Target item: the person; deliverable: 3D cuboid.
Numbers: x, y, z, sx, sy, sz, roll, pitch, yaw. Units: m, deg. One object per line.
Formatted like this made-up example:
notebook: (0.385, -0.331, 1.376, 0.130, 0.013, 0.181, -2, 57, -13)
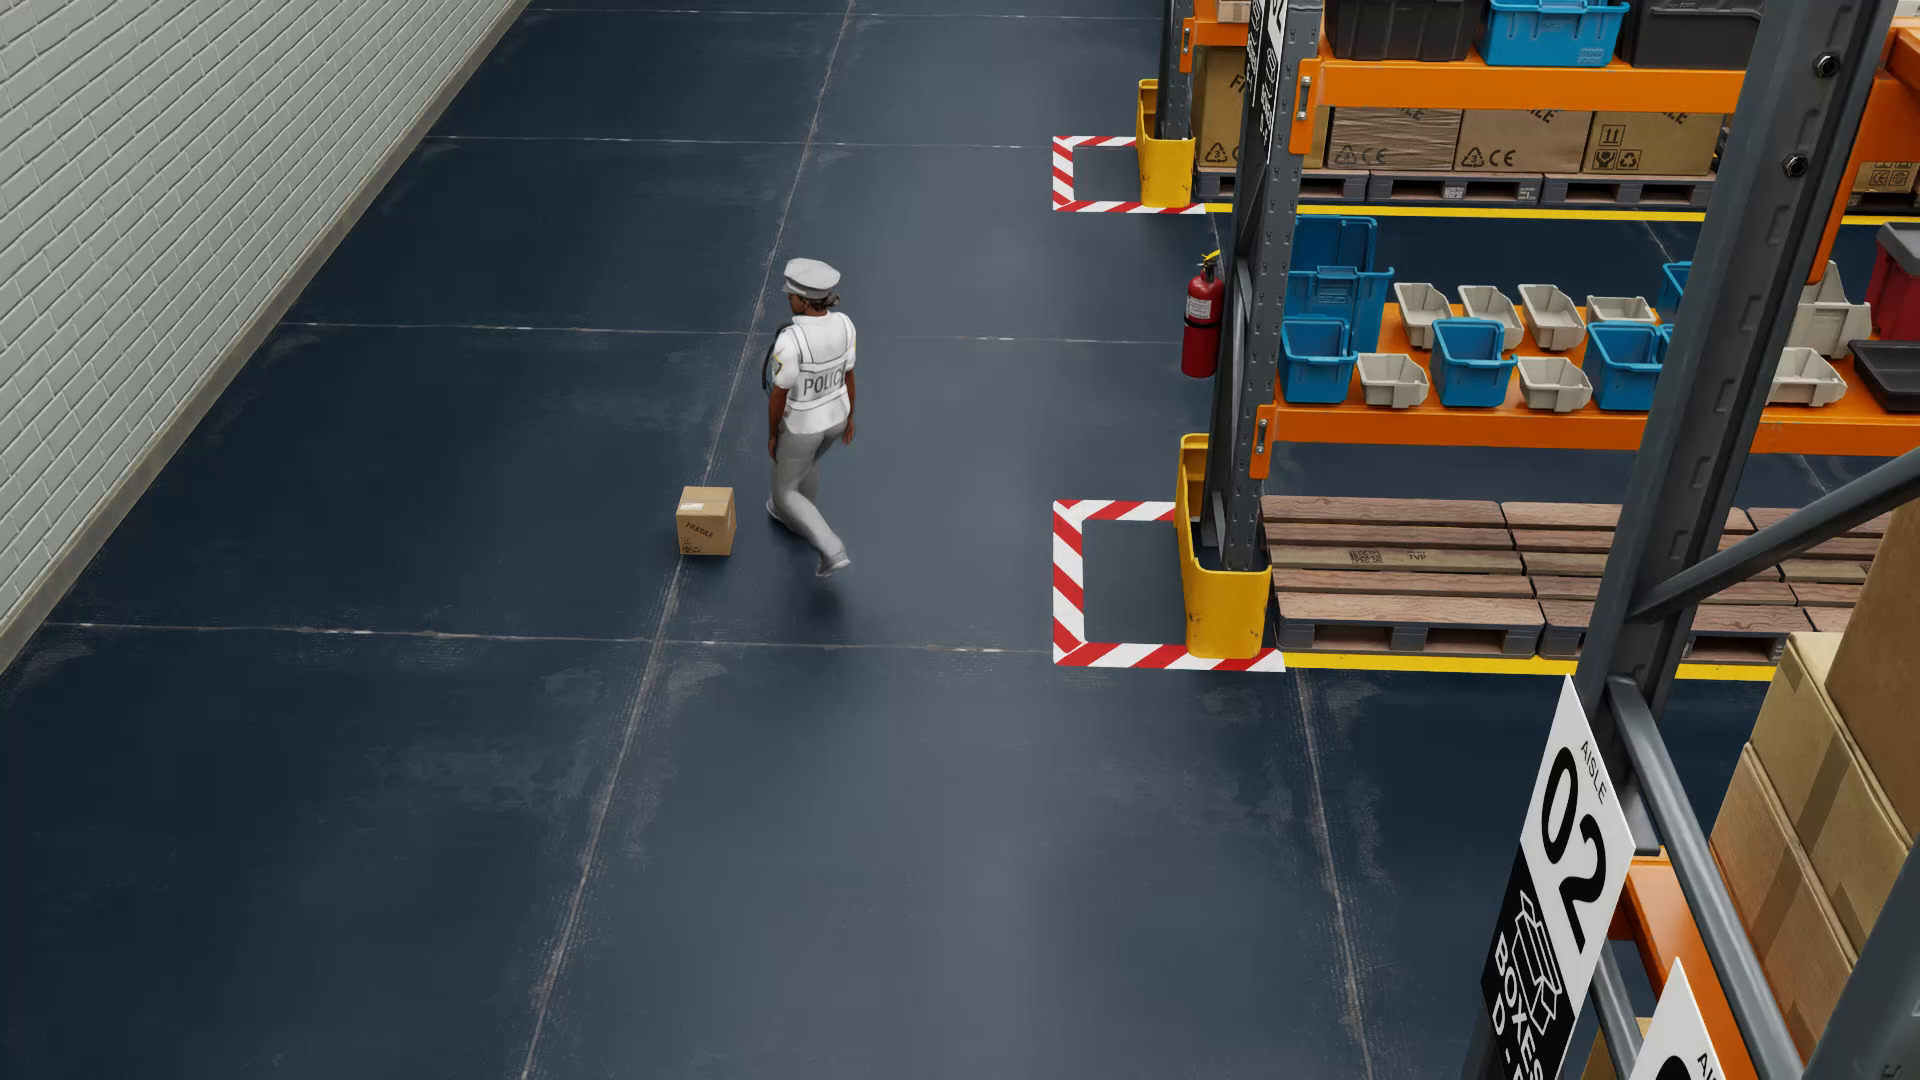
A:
person: (-0.745, -0.595, 7.948, 0.464, 1.627, 0.894, -30, 45, -35)
